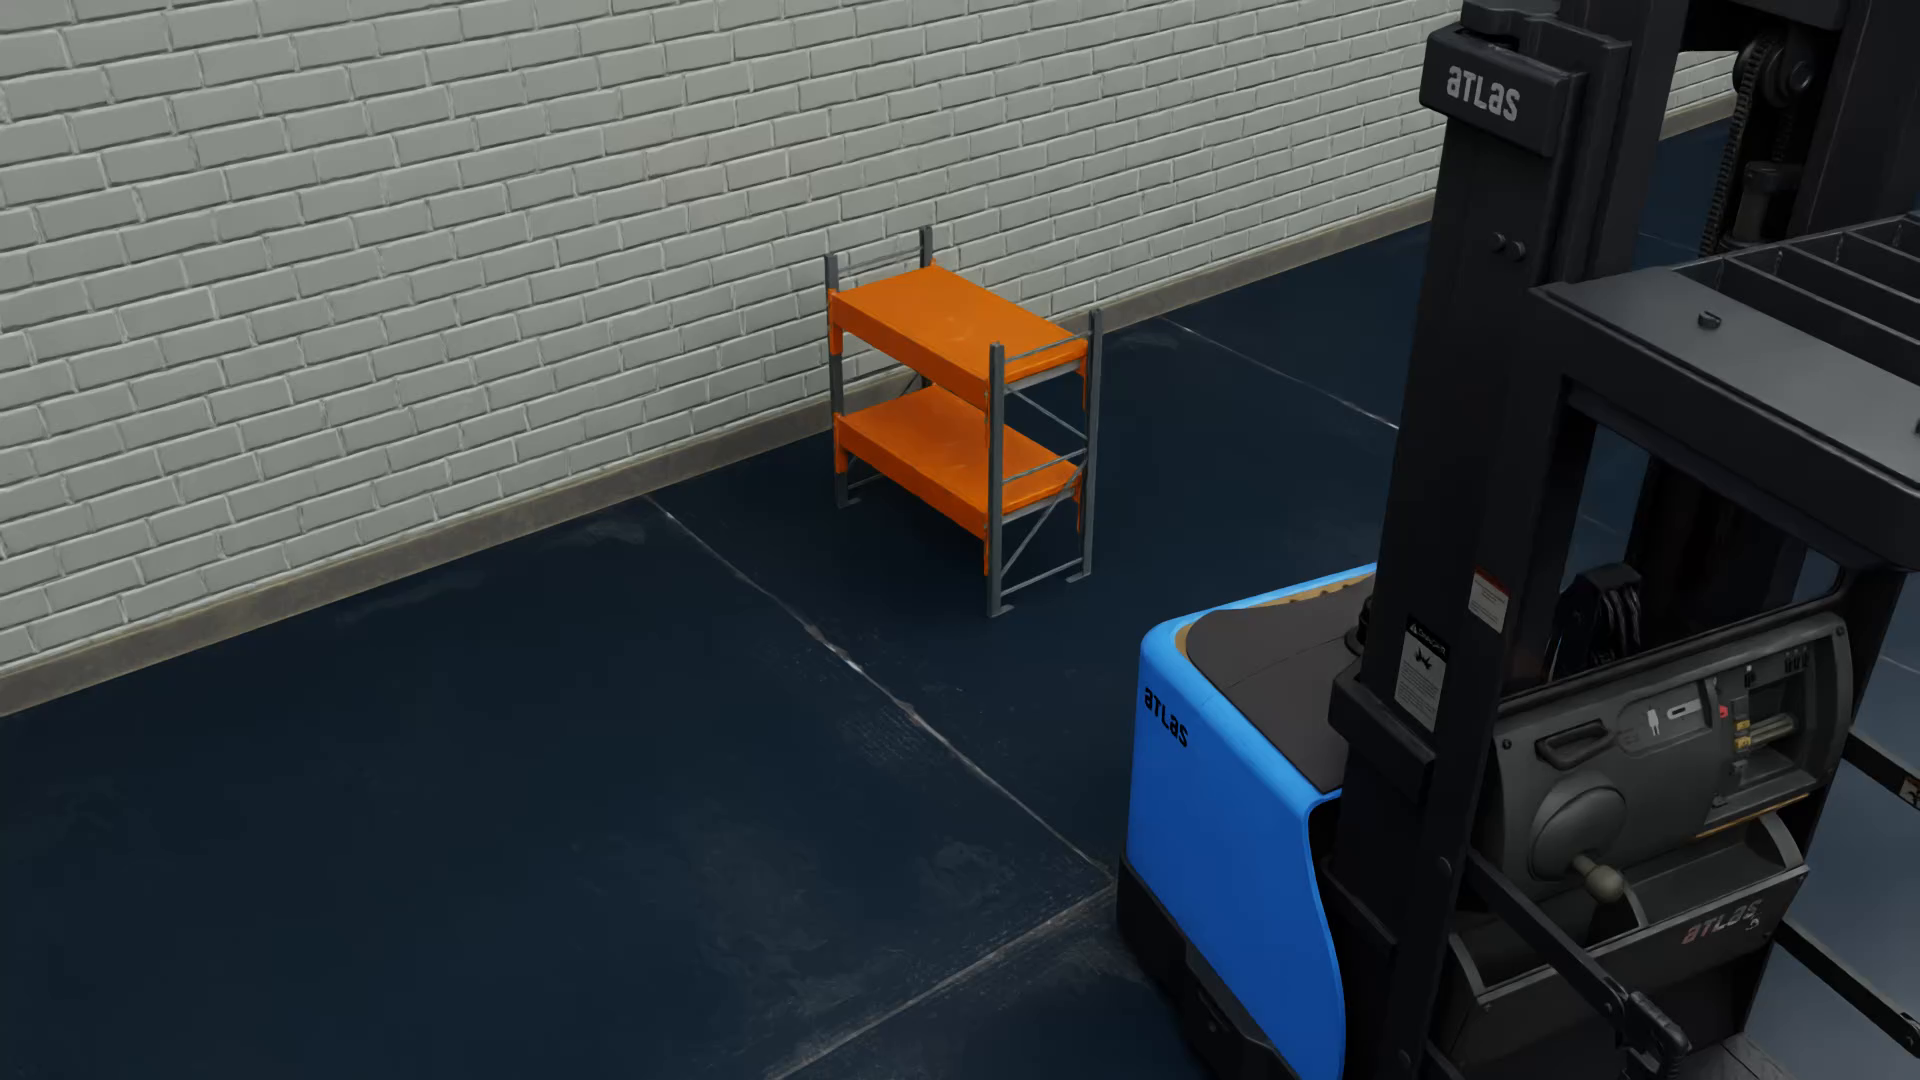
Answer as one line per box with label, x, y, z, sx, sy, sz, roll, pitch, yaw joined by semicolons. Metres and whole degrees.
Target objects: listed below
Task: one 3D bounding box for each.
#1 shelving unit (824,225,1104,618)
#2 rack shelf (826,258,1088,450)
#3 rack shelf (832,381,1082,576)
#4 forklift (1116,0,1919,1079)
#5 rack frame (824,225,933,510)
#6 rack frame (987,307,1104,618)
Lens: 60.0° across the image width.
shelving unit;-0.004;-0.481;6.458;0.538;1.125;1.048;-22;38;-31
rack shelf;-0.004;-0.729;6.303;0.538;0.278;1.000;-22;38;-31
rack shelf;-0.004;-0.273;6.587;0.538;0.278;1.000;-22;38;-31
forklift;1.536;0.490;3.182;1.130;2.935;3.031;-14;34;-21
rack frame;-0.316;-0.693;6.799;0.500;1.125;0.032;-22;38;-31
rack frame;0.308;-0.269;6.117;0.500;1.125;0.032;-22;38;-31
